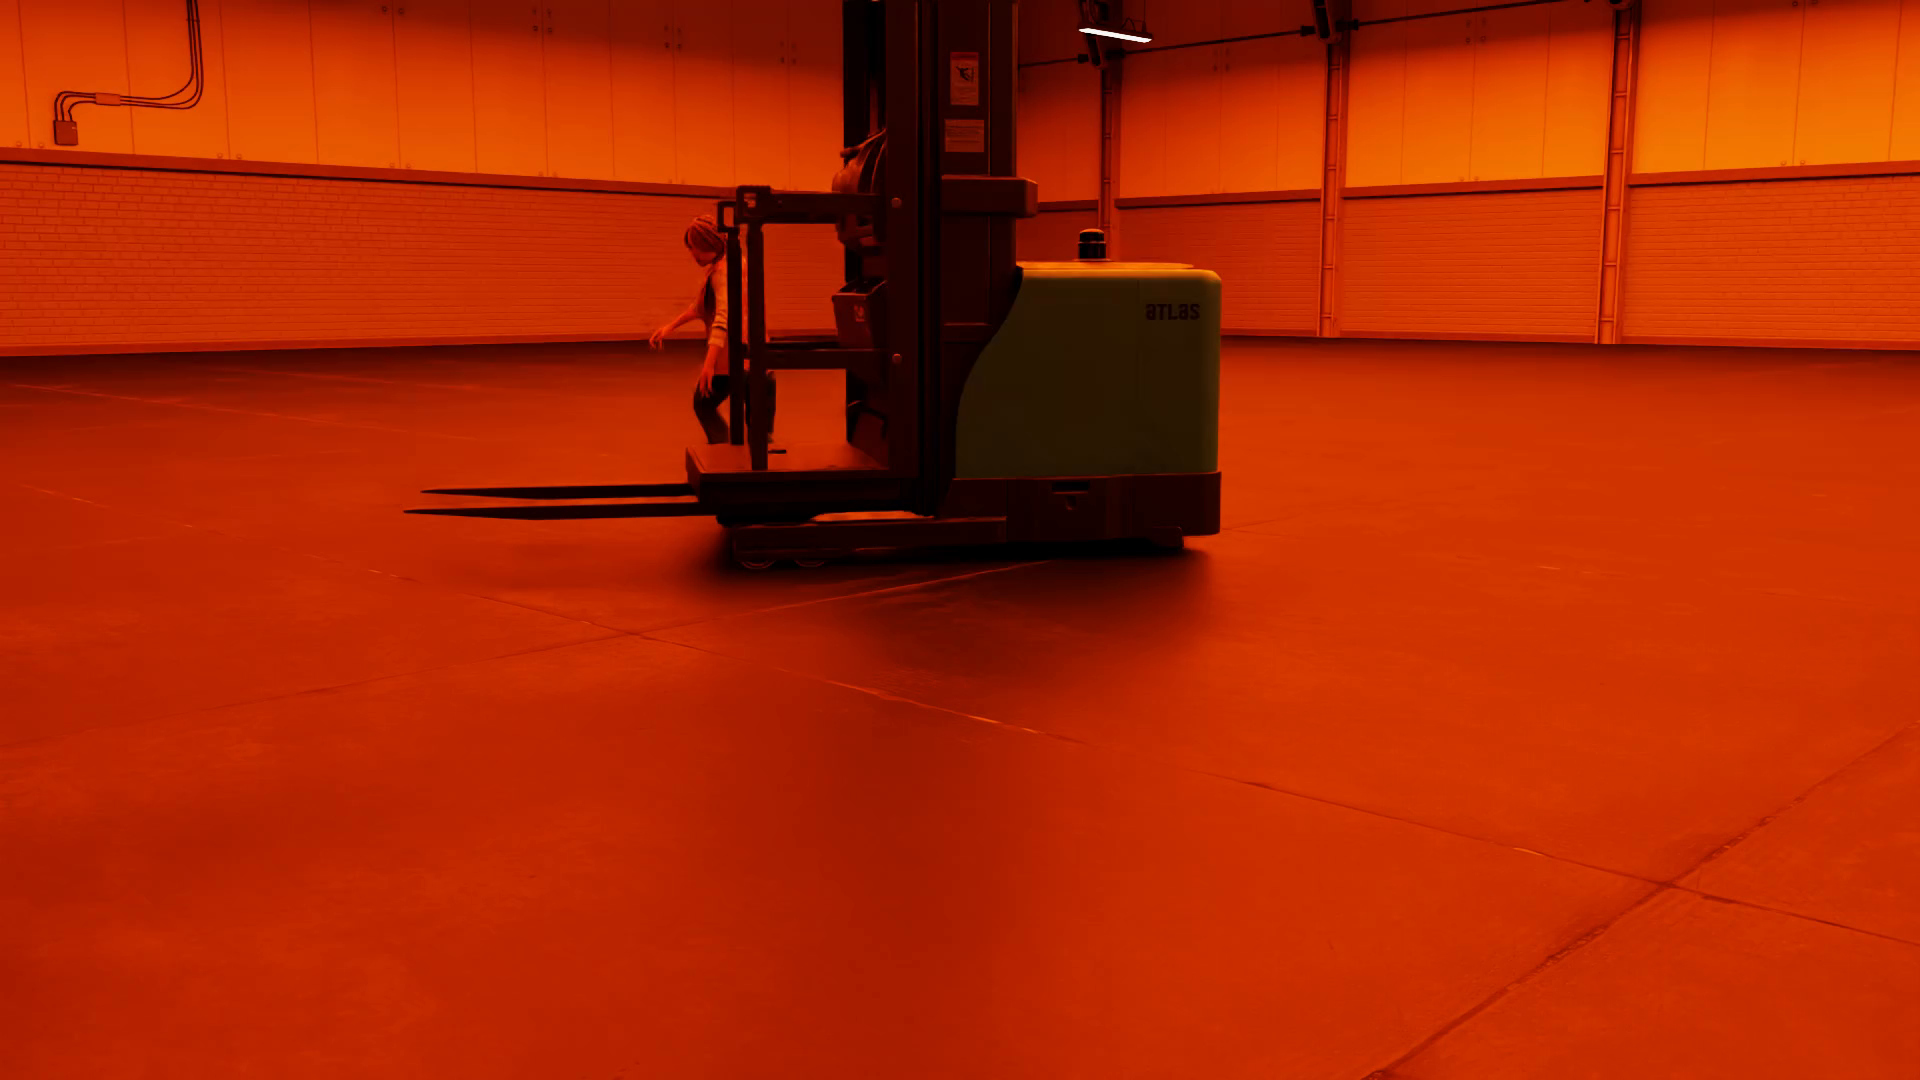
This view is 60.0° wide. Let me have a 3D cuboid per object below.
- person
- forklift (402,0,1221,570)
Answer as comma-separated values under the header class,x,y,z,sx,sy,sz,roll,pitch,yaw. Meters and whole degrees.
class,x,y,z,sx,sy,sz,roll,pitch,yaw
person,-1.119,-0.854,7.989,0.547,1.366,0.823,-7,11,-40
forklift,-0.567,-1.427,6.349,3.031,2.935,1.130,-2,9,-12
